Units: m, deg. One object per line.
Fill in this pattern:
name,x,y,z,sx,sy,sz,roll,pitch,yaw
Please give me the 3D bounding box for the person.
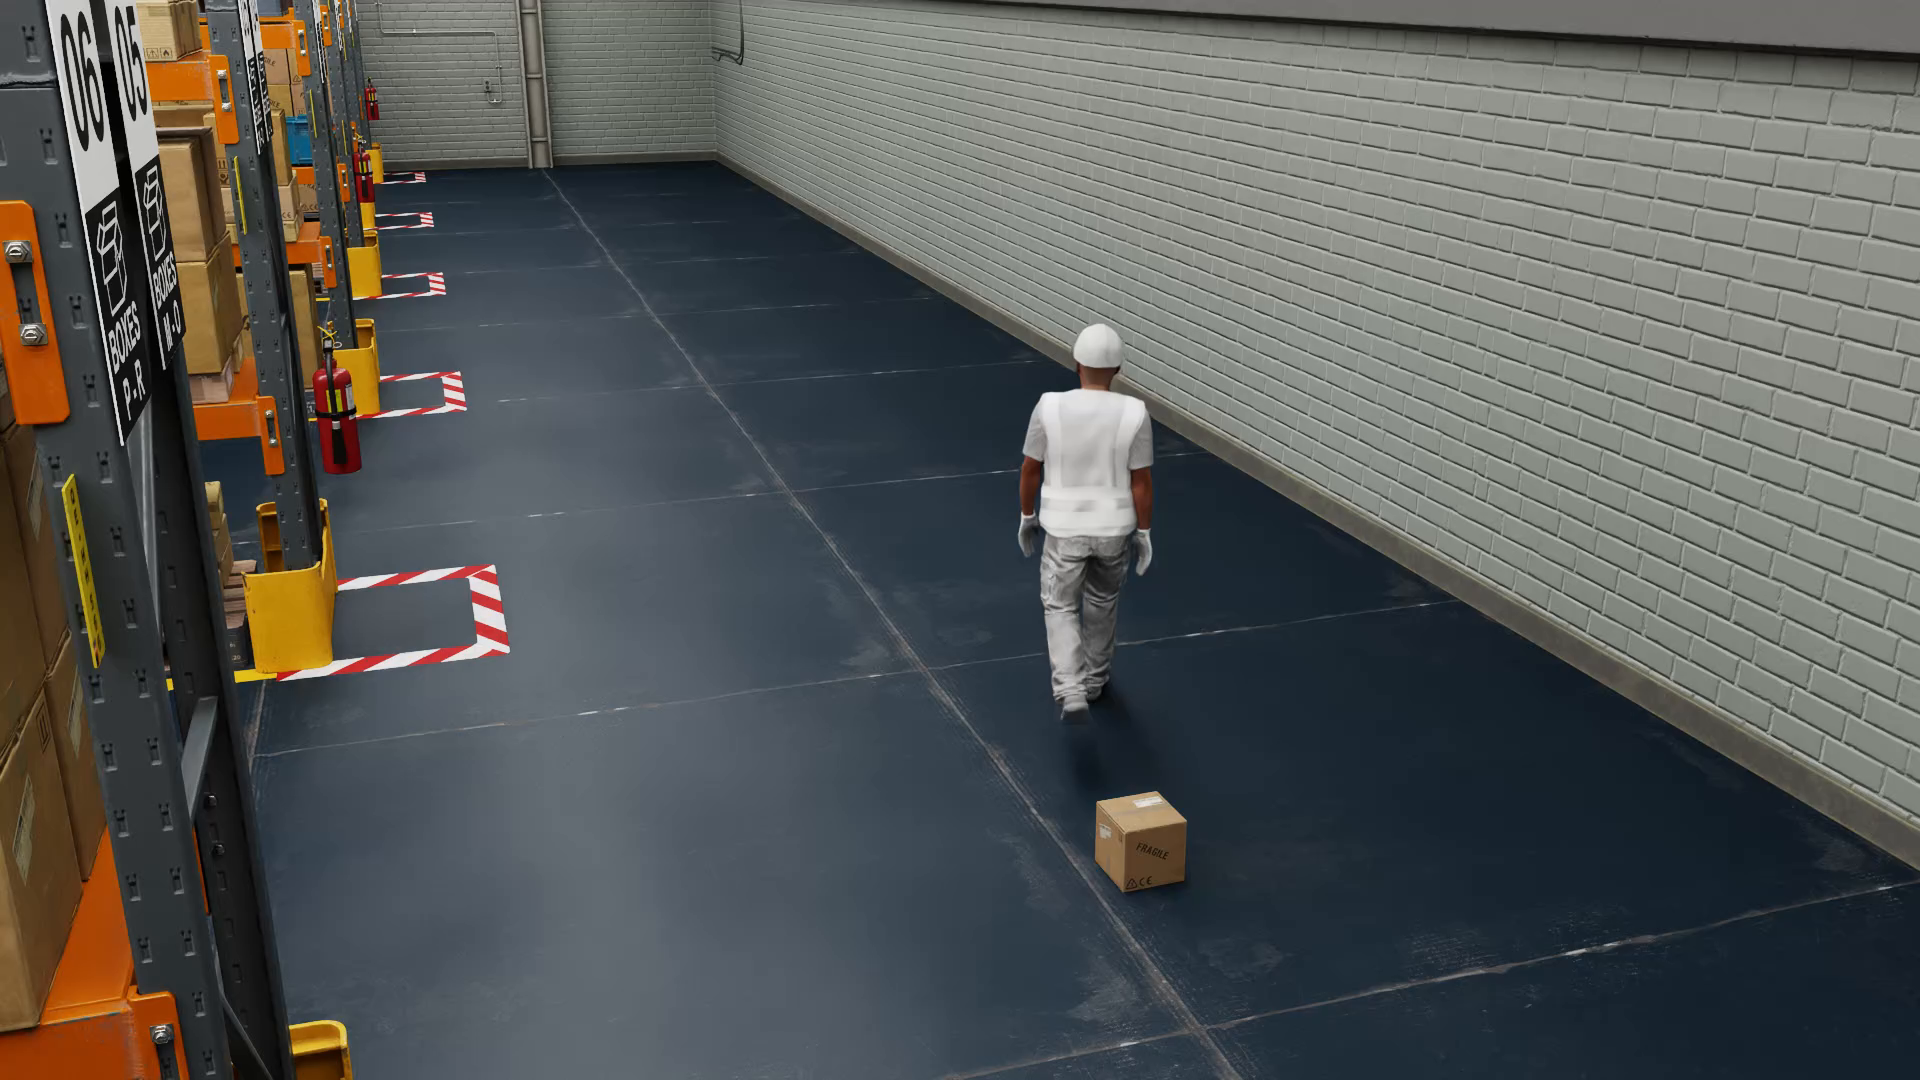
person,0.541,-0.379,7.096,0.574,1.087,0.367,0,19,1
